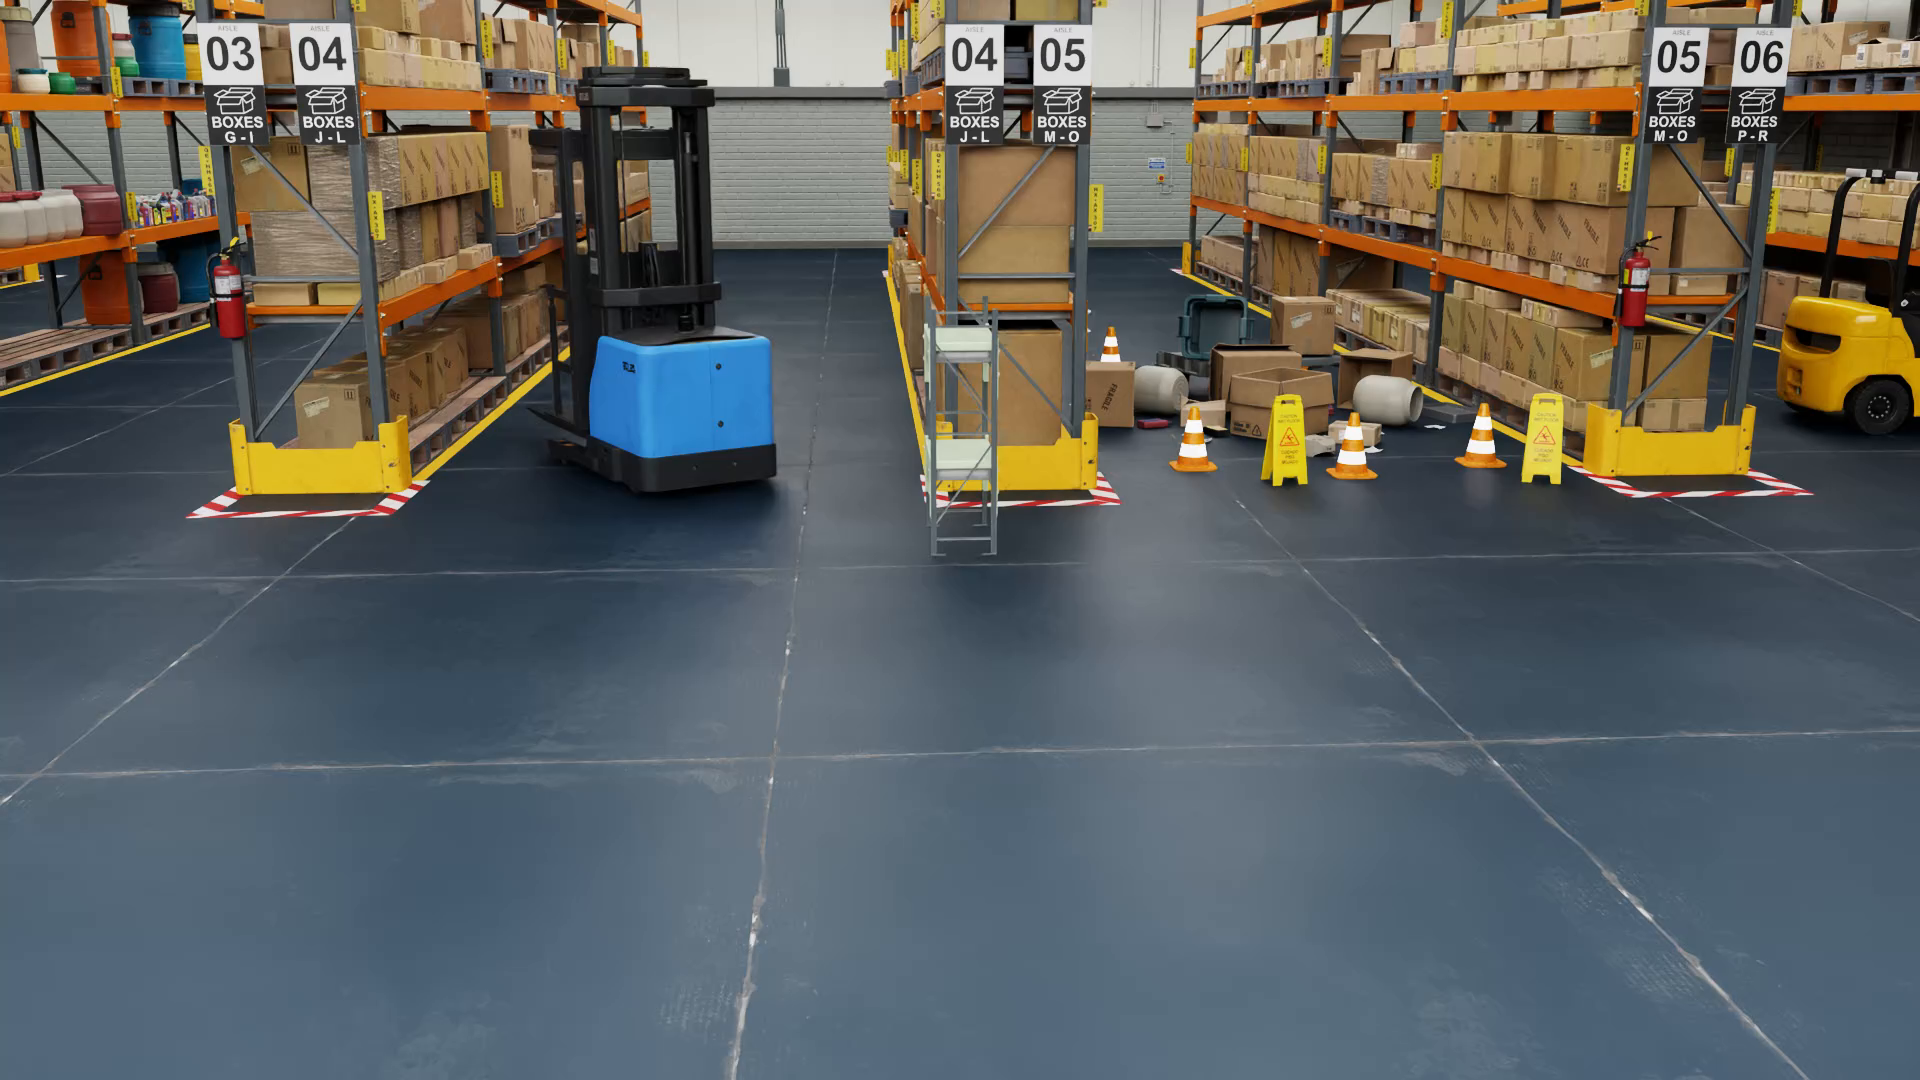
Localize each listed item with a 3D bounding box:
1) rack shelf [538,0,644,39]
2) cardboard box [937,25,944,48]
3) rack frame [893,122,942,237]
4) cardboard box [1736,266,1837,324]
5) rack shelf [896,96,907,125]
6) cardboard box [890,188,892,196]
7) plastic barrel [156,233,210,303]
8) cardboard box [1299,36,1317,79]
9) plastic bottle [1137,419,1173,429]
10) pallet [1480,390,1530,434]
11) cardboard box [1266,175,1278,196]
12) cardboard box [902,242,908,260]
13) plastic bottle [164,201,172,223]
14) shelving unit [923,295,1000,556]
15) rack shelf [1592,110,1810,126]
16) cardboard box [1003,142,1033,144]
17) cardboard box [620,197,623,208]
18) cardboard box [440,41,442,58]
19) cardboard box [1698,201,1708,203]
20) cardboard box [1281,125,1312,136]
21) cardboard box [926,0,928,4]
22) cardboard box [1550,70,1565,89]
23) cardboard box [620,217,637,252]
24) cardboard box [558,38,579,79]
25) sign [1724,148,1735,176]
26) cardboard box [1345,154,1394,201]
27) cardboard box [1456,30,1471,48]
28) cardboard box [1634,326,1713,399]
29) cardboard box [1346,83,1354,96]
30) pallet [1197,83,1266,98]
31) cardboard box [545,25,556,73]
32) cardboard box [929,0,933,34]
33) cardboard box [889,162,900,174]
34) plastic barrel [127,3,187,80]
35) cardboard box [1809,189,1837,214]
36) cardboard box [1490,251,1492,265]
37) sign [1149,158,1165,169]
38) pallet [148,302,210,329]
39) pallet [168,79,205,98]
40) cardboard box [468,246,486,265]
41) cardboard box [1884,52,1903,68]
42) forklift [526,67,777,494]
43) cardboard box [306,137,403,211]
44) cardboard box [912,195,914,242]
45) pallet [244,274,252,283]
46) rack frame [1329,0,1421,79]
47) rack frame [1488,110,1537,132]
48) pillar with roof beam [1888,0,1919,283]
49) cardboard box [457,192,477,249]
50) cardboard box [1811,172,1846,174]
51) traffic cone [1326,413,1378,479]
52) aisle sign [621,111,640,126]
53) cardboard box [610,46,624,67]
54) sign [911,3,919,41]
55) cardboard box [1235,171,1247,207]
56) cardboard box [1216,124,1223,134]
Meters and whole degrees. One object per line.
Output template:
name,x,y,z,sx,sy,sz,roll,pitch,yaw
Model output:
rack shelf,-5.429,-7.650,24.446,1.077,0.370,4.000,-1,14,-3
cardboard box,0.036,-3.517,11.615,0.380,0.149,0.250,-1,14,-4
rack frame,-0.596,-5.836,27.187,1.000,3.000,0.127,-1,14,-3
cardboard box,9.812,-2.923,19.790,0.875,0.625,0.625,0,14,-2
rack shelf,-0.225,-5.448,21.103,1.077,0.370,4.000,-1,14,-3
cardboard box,-0.718,-4.561,21.893,0.380,0.149,0.250,-2,15,-6
plastic barrel,-10.188,-3.588,21.821,0.600,0.901,0.708,-1,14,-3
cardboard box,4.583,-5.895,20.356,0.700,0.500,0.500,-2,15,-6
plastic bottle,1.679,-1.002,14.299,0.283,0.061,0.133,-6,16,-23
pallet,5.237,-1.132,14.501,1.003,0.211,1.213,-1,14,-3
cardboard box,4.397,-4.743,22.238,0.500,0.250,0.500,-1,14,-3
cardboard box,-0.504,-3.750,21.748,0.500,0.250,0.500,0,14,-1
plastic bottle,-9.742,-4.027,20.418,0.097,0.271,0.097,0,14,0
shelving unit,0.000,-0.725,10.333,0.431,1.500,0.755,-1,14,-3
rack shelf,9.664,-5.627,21.799,1.077,0.370,4.000,-1,14,-3
cardboard box,0.385,-2.822,13.005,0.875,0.550,0.550,-1,14,-3
cardboard box,-5.008,-4.812,23.712,0.380,0.149,0.250,-1,14,-5
cardboard box,-4.489,-4.034,13.666,0.380,0.149,0.250,0,14,-1
cardboard box,5.541,-2.401,13.041,0.500,0.500,0.500,0,14,-2
cardboard box,4.825,-5.872,23.818,0.380,0.149,0.250,-1,14,-4
cardboard box,-0.075,-4.346,13.238,0.380,0.149,0.250,-1,14,-4
cardboard box,4.976,-3.692,13.341,0.380,0.149,0.250,-1,14,-5
cardboard box,-5.322,-4.353,24.846,0.875,0.875,0.875,-1,14,-3
cardboard box,-5.205,-6.008,20.789,0.797,0.503,0.637,-1,14,-4
sign,9.246,-4.537,19.974,0.100,0.325,0.005,-1,14,-3
cardboard box,4.670,-4.098,18.795,0.500,0.500,0.500,0,14,-1
cardboard box,4.775,-4.586,15.216,0.380,0.149,0.250,-1,14,-4
cardboard box,5.553,-1.404,13.132,0.500,0.500,0.500,-1,14,-5
cardboard box,4.683,-5.198,19.192,0.380,0.149,0.250,-1,14,-3
pallet,4.394,-7.162,26.502,1.003,0.211,1.213,-1,14,-3
cardboard box,-4.778,-5.423,18.359,0.500,0.500,0.500,-1,14,-2
cardboard box,0.025,-3.999,12.690,0.500,0.250,0.500,-1,14,-4
cardboard box,-0.783,-5.105,22.817,0.380,0.149,0.250,0,14,-1
plastic barrel,-9.990,-6.190,20.694,0.600,0.901,0.708,-1,14,-3
cardboard box,9.672,-3.699,18.180,0.500,0.250,0.500,-1,14,-3
cardboard box,4.923,-2.492,14.697,0.380,0.149,0.250,-1,14,-4
sign,3.913,-7.484,33.053,0.327,0.218,0.001,-1,14,-3
pallet,-10.164,-2.866,21.240,1.003,0.211,1.213,-1,14,-3
pallet,-10.029,-5.599,20.625,1.003,0.211,1.213,-1,14,-3
cardboard box,-4.497,-2.567,14.987,0.380,0.149,0.250,-1,14,-3
cardboard box,9.664,-4.882,16.921,0.380,0.149,0.250,-1,14,-4
forklift,-2.549,-2.058,12.642,1.130,2.935,3.031,-9,17,-32
cardboard box,-4.324,-2.623,11.895,0.500,0.500,0.500,-1,14,-3
cardboard box,-0.249,-3.403,17.531,0.500,0.500,0.500,-1,14,-4
pallet,-10.412,-3.849,25.061,1.003,0.211,1.213,-1,14,-3
rack frame,4.834,-6.853,19.101,1.000,3.000,0.127,-1,14,-3
rack frame,9.292,-6.015,27.883,1.000,3.000,0.127,-1,14,-3
pillar with roof beam,6.471,-6.554,17.938,9.100,9.000,0.400,-1,14,-3
cardboard box,-4.843,-2.879,14.900,0.875,0.500,0.500,-1,14,-3
cardboard box,10.093,-4.181,19.254,0.380,0.149,0.250,-1,14,-3
traffic cone,2.928,-0.715,12.375,0.336,0.463,0.334,-1,14,-3
aisle sign,-5.258,-7.066,26.751,0.394,0.787,0.004,-1,14,-3
cardboard box,-5.333,-7.002,24.456,0.700,0.500,0.500,0,14,-1
sign,-0.394,-4.696,15.068,0.100,0.325,0.005,-1,14,-3
cardboard box,4.302,-5.102,24.136,0.500,0.500,0.500,-1,14,-3
cardboard box,4.138,-6.305,25.502,0.380,0.149,0.250,-1,14,-5
